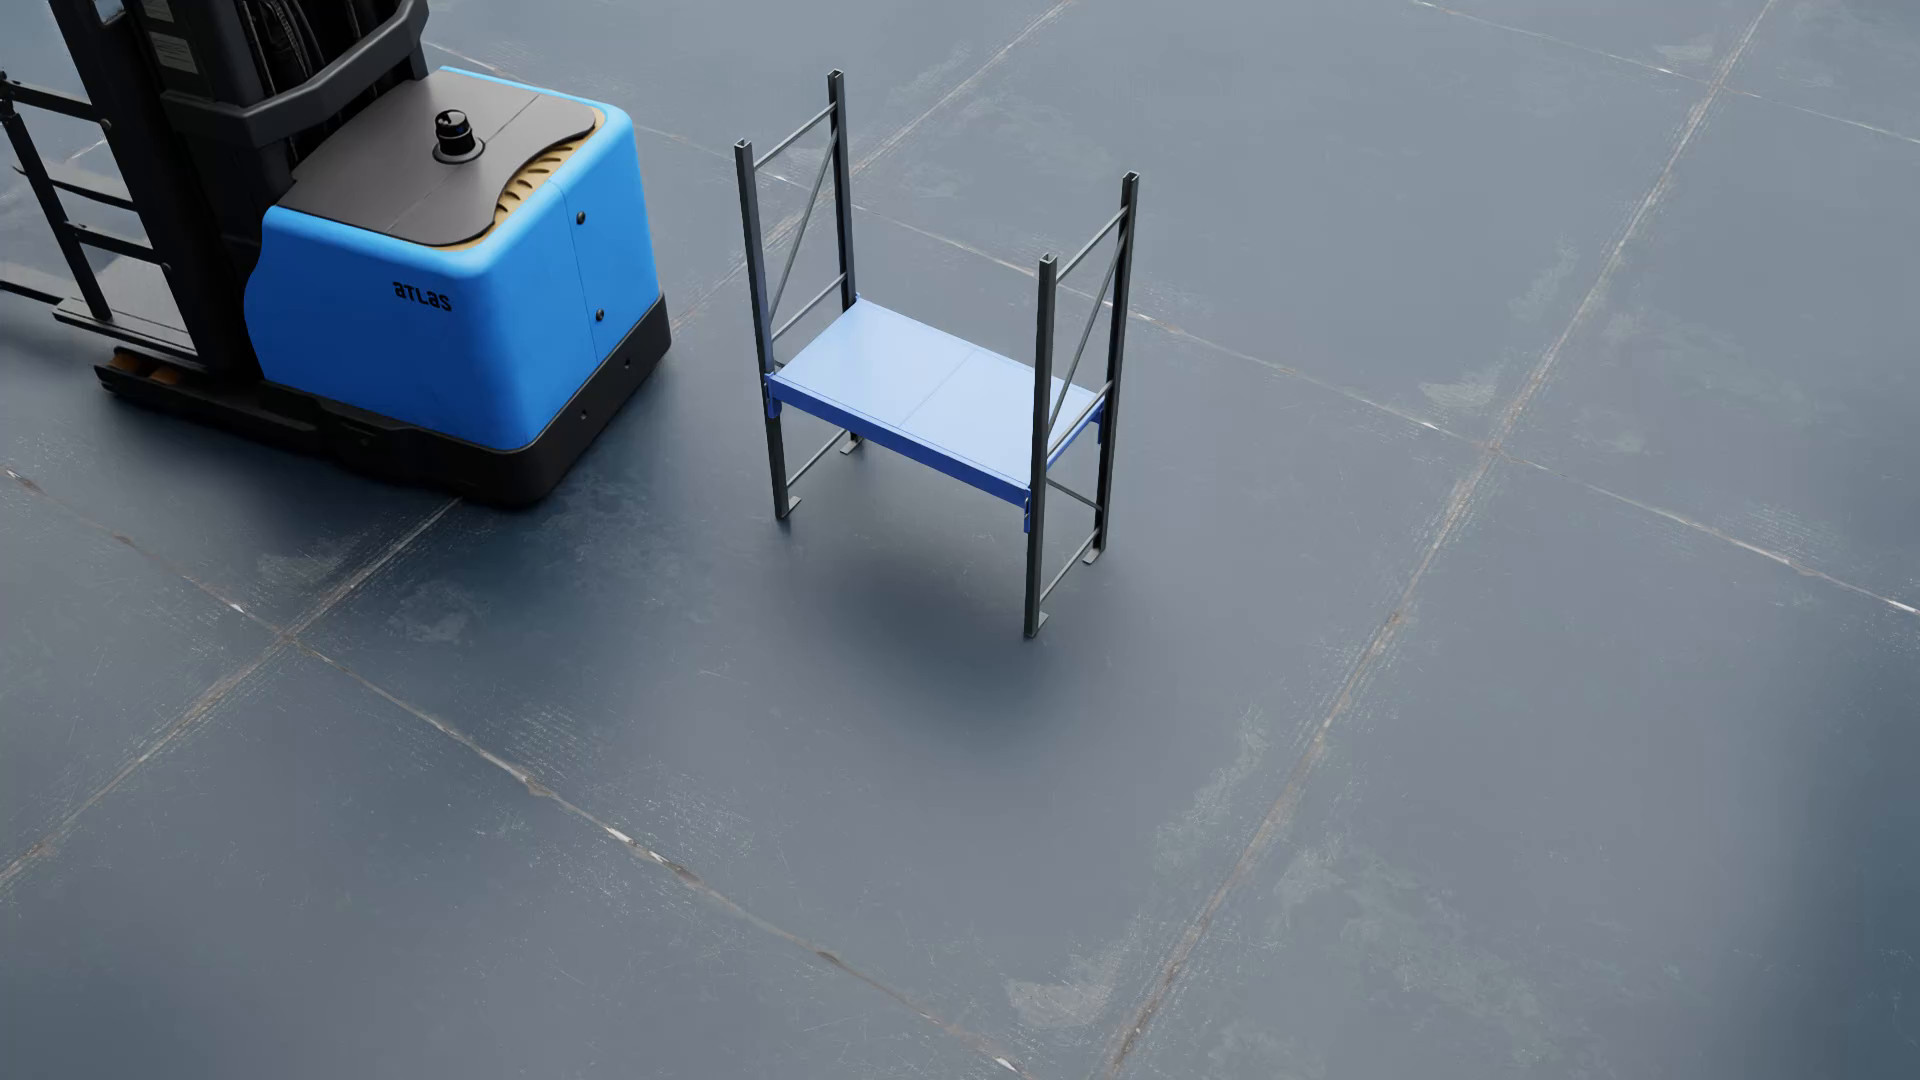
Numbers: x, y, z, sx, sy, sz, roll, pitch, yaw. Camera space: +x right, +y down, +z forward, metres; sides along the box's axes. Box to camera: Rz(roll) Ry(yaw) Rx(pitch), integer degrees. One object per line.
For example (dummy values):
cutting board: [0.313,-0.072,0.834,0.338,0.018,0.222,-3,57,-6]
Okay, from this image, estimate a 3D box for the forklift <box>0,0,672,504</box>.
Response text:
forklift: [-2.675,-1.835,5.489,3.031,2.935,1.130,17,48,15]

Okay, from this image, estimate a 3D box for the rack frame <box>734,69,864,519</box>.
rack frame: [-0.500,-0.753,5.435,0.032,1.500,0.500,25,51,22]

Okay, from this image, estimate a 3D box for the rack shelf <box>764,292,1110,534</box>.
rack shelf: [-0.072,-0.430,5.373,1.000,0.185,0.538,25,51,22]

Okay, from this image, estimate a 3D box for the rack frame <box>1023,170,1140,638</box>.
rack frame: [0.356,-0.359,5.053,0.032,1.500,0.500,25,51,22]

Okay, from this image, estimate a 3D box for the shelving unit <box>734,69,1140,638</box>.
shelving unit: [-0.072,-0.556,5.244,1.048,1.500,0.538,25,51,22]
